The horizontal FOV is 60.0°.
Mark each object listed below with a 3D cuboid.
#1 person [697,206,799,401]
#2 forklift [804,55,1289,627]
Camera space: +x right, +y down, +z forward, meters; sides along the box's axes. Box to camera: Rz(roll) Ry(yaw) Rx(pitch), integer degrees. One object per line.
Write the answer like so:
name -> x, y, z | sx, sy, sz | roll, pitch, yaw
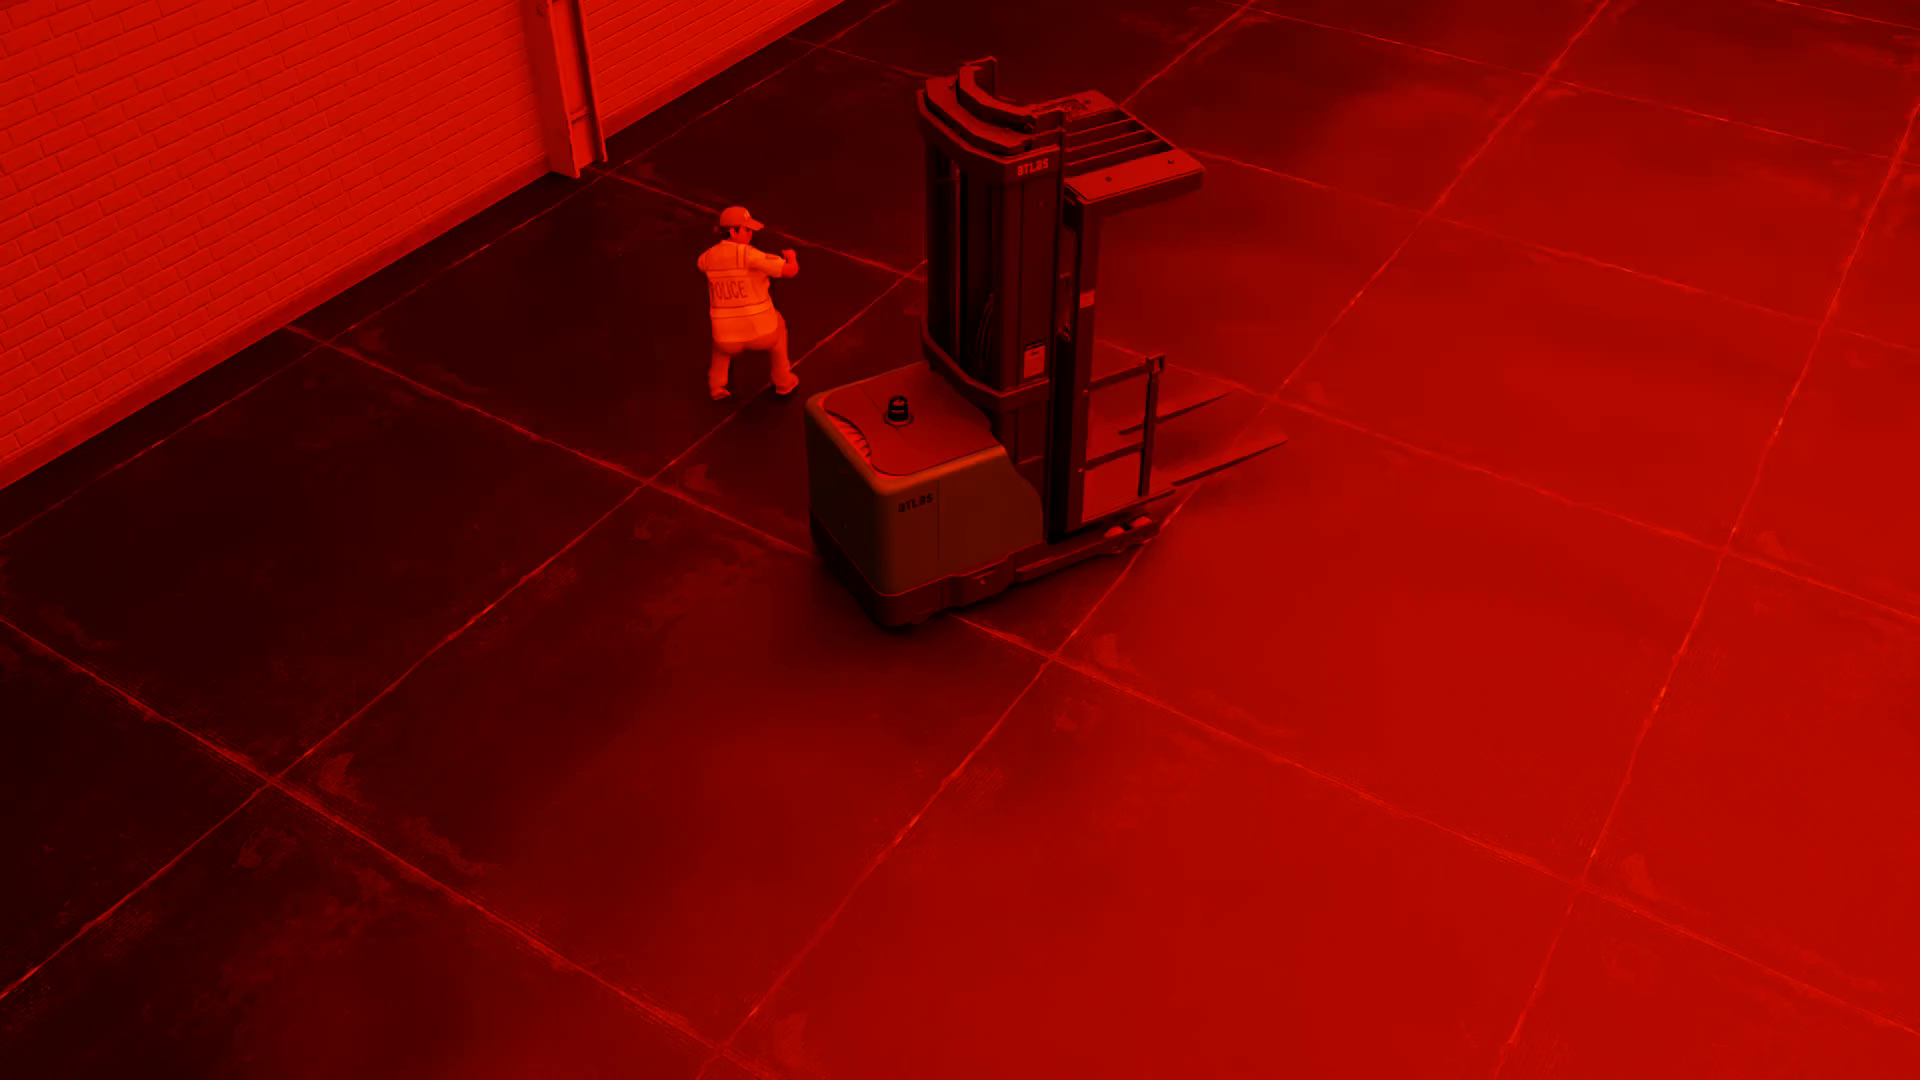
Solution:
person -> -1.383, -1.564, 11.028 | 0.739, 1.412, 0.909 | 5, 41, 6
forklift -> 0.630, -1.313, 9.517 | 3.031, 2.935, 1.130 | -20, 44, -22
